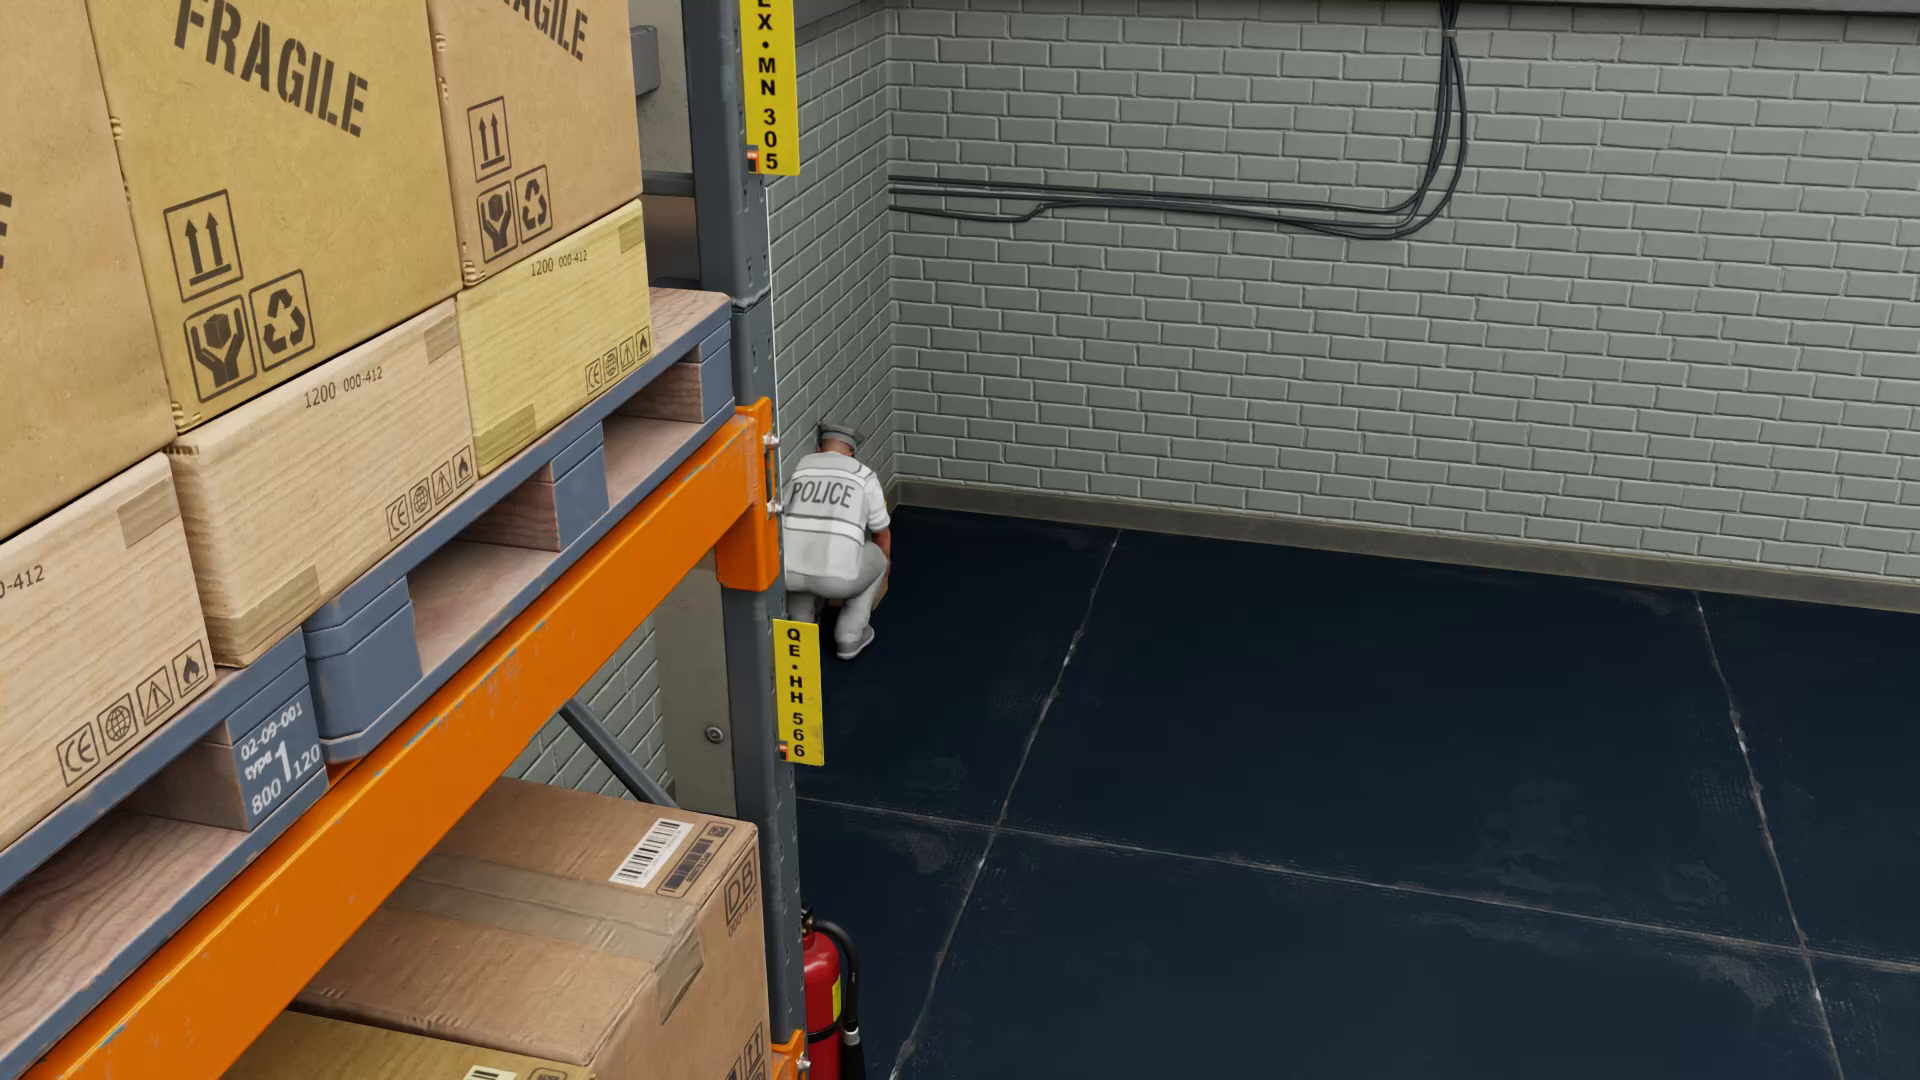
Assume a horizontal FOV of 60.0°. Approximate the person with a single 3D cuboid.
[{"bbox_3d":[-0.639,0.003,8.018,0.565,0.973,0.950,6,26,13],"label":"person"}]
